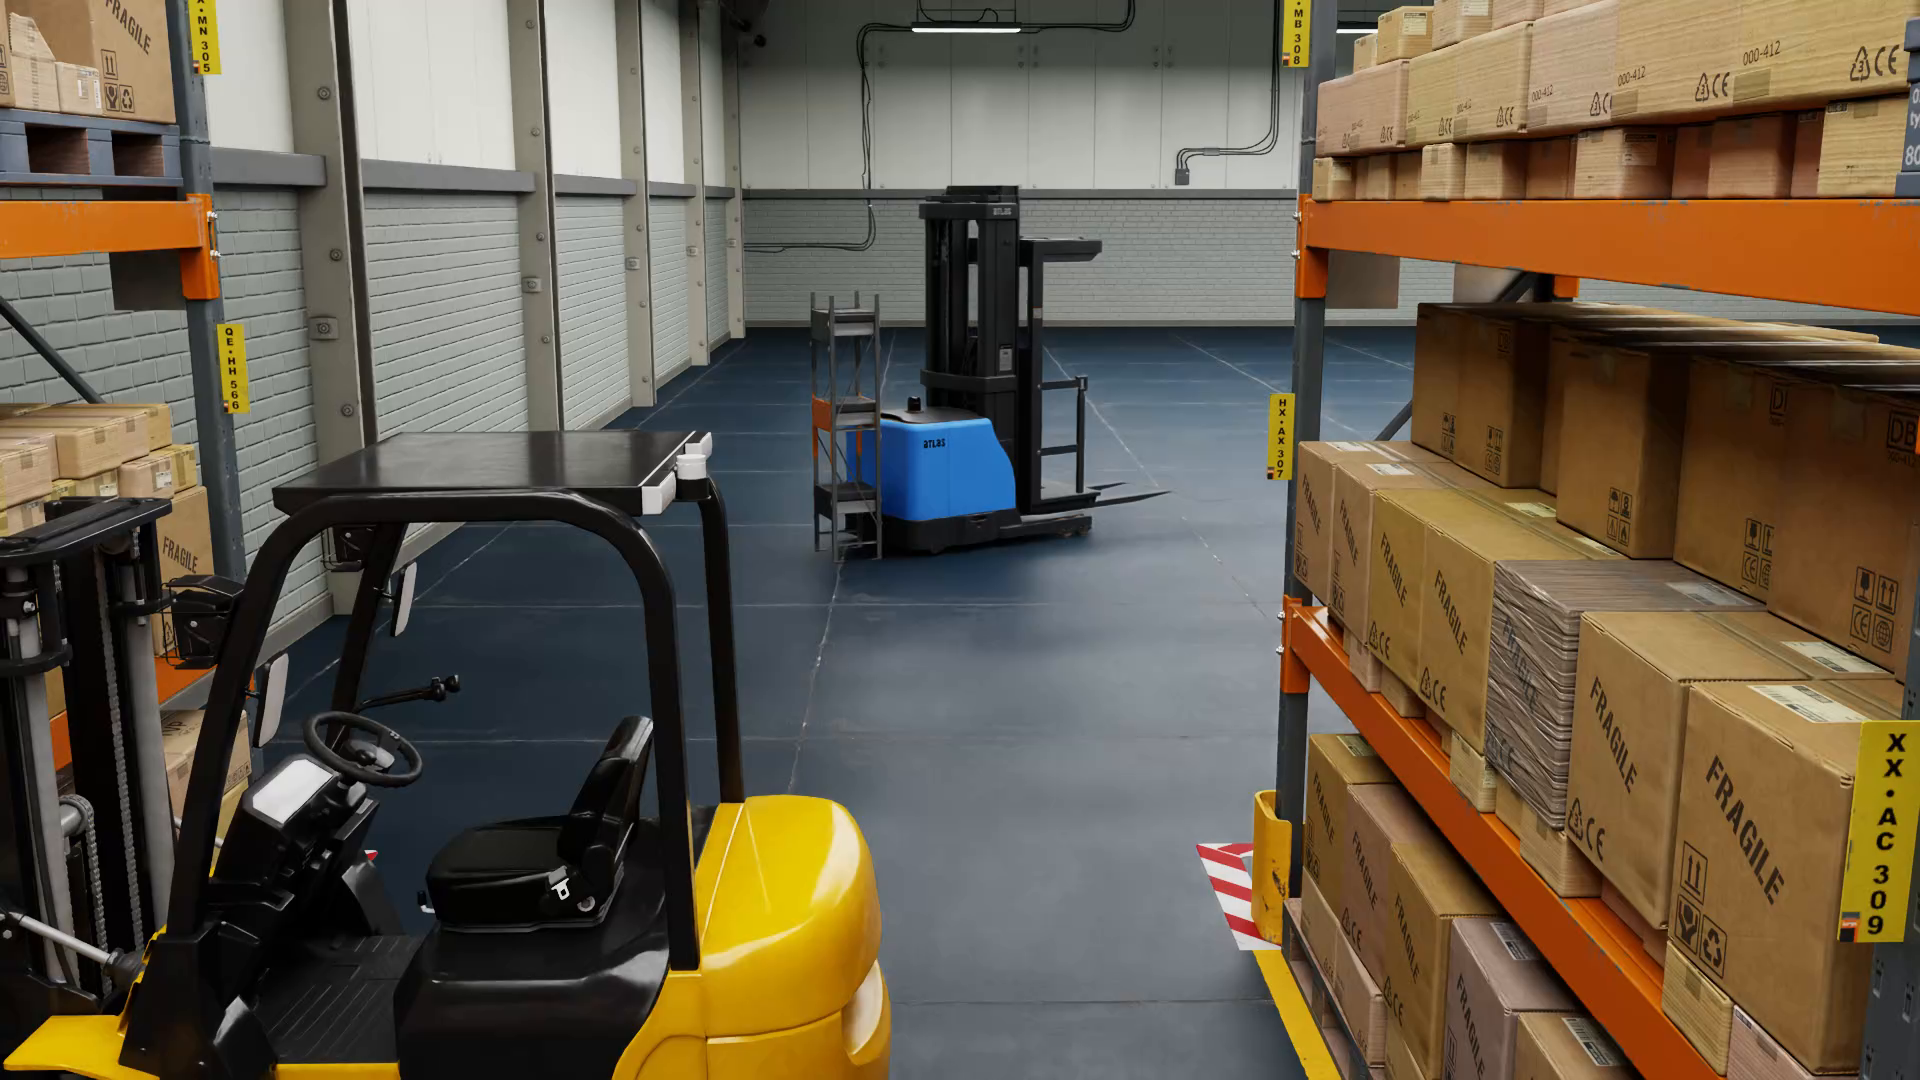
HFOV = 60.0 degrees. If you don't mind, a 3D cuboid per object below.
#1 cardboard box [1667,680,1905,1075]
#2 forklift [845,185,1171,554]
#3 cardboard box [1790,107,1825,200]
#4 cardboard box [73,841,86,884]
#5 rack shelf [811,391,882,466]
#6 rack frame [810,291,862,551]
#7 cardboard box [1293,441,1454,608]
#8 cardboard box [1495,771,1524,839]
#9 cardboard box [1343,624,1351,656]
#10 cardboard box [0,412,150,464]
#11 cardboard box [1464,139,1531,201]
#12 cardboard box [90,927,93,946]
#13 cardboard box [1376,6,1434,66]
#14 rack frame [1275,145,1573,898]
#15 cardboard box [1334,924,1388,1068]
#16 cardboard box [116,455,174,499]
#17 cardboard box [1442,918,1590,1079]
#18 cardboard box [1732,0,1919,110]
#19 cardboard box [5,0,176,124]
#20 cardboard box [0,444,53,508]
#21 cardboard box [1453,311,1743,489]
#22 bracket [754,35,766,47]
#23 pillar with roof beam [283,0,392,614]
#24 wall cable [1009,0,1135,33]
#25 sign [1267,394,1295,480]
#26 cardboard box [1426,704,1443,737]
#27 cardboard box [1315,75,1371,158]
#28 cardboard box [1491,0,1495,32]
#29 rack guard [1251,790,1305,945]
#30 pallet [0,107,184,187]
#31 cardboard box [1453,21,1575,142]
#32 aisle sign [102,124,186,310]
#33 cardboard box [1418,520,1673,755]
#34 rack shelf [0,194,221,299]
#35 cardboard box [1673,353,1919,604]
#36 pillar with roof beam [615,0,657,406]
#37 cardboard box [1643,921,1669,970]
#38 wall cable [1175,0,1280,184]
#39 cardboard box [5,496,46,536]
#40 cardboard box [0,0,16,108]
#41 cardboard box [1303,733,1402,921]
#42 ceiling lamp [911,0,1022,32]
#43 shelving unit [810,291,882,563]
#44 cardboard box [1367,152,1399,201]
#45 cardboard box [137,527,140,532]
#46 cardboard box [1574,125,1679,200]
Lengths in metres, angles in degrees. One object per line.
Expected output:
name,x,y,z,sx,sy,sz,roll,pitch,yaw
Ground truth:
cardboard box,1.577,0.547,2.817,0.500,0.500,0.500,-1,11,-3
forklift,0.516,-1.537,14.263,3.031,2.935,1.130,-9,14,-36
cardboard box,1.606,-0.630,2.705,0.380,0.149,0.250,0,11,0
cardboard box,-2.853,0.999,4.935,0.500,0.250,0.500,0,11,0
rack shelf,-0.906,-0.892,13.241,0.431,0.518,0.480,-5,12,-21
rack frame,-0.998,-0.951,13.460,0.400,2.100,0.015,-5,12,-21
cardboard box,1.484,-0.065,5.837,0.500,0.500,0.500,0,11,-2
cardboard box,1.523,0.637,4.007,0.380,0.149,0.250,0,11,-2
cardboard box,1.496,0.329,5.525,0.380,0.149,0.250,-1,11,-3
cardboard box,-2.957,-0.338,5.550,0.380,0.149,0.250,0,11,-1
cardboard box,1.511,-0.936,4.218,0.380,0.149,0.250,-1,11,-3
cardboard box,-2.857,1.250,4.956,0.500,0.250,0.500,0,11,-2
cardboard box,1.450,-1.482,4.901,0.380,0.149,0.250,0,11,-1
rack frame,1.752,0.034,6.346,1.000,3.000,0.127,0,11,-1
cardboard box,1.495,1.439,5.281,0.500,0.250,0.500,0,11,1
cardboard box,-2.889,-0.193,5.583,0.380,0.149,0.250,0,11,0
cardboard box,1.530,1.285,4.156,0.500,0.500,0.500,0,11,2
cardboard box,1.556,-0.800,2.542,0.500,0.250,0.500,0,11,-2
cardboard box,-2.958,-1.631,5.453,0.500,0.500,0.500,0,11,1
cardboard box,-2.877,-0.185,4.796,0.380,0.149,0.250,0,11,0
cardboard box,1.983,-0.449,5.215,0.700,0.500,0.500,0,11,-1
bracket,-4.420,-11.025,36.718,0.235,0.232,0.430,0,11,-1
pillar with roof beam,0.083,-3.953,10.911,9.100,9.000,0.400,0,11,-1
wall cable,2.343,-12.503,36.725,3.097,2.526,0.112,0,11,-1
sign,1.209,-0.388,6.249,0.100,0.325,0.005,0,11,-1
cardboard box,1.559,0.483,4.765,0.380,0.149,0.250,0,11,1
cardboard box,1.496,-1.407,5.535,0.500,0.250,0.500,0,11,-2
cardboard box,1.555,-1.329,4.149,0.380,0.149,0.250,0,11,0
rack guard,1.753,1.274,6.520,1.175,0.500,0.348,0,11,-1
pallet,-3.222,-1.231,5.259,1.003,0.211,1.213,0,11,-1
cardboard box,1.523,-1.102,4.033,0.500,0.250,0.500,0,11,0
aisle sign,-2.919,-1.233,6.053,0.394,0.787,0.004,0,11,-1
cardboard box,1.529,0.240,4.332,0.500,0.500,0.500,0,11,-2
rack shelf,-3.170,-0.665,4.055,1.077,0.370,4.000,0,11,-1
cardboard box,2.070,-0.145,3.717,0.700,0.500,0.500,0,11,-2
pillar with roof beam,-0.165,-6.338,22.669,9.100,9.000,0.400,0,11,-1
cardboard box,1.584,0.788,3.262,0.380,0.149,0.250,0,11,-1
wall cable,6.035,-11.000,37.091,2.305,6.003,0.169,0,11,-1
cardboard box,-2.898,-0.039,4.824,0.380,0.149,0.250,-1,11,-3
cardboard box,-3.037,-1.427,4.447,0.700,0.500,0.500,0,11,-1
cardboard box,1.493,0.975,5.684,0.500,0.500,0.500,-1,11,-3
ceiling lamp,0.111,-10.818,30.069,2.000,3.185,0.800,0,11,-1
shelving unit,-0.906,-0.906,13.238,0.431,2.100,0.503,-5,12,-21
cardboard box,1.500,-1.141,5.225,0.380,0.149,0.250,0,11,0
cardboard box,-2.937,0.206,5.246,0.500,0.500,0.500,0,11,1
cardboard box,1.516,-0.784,3.465,0.380,0.149,0.250,0,11,0
